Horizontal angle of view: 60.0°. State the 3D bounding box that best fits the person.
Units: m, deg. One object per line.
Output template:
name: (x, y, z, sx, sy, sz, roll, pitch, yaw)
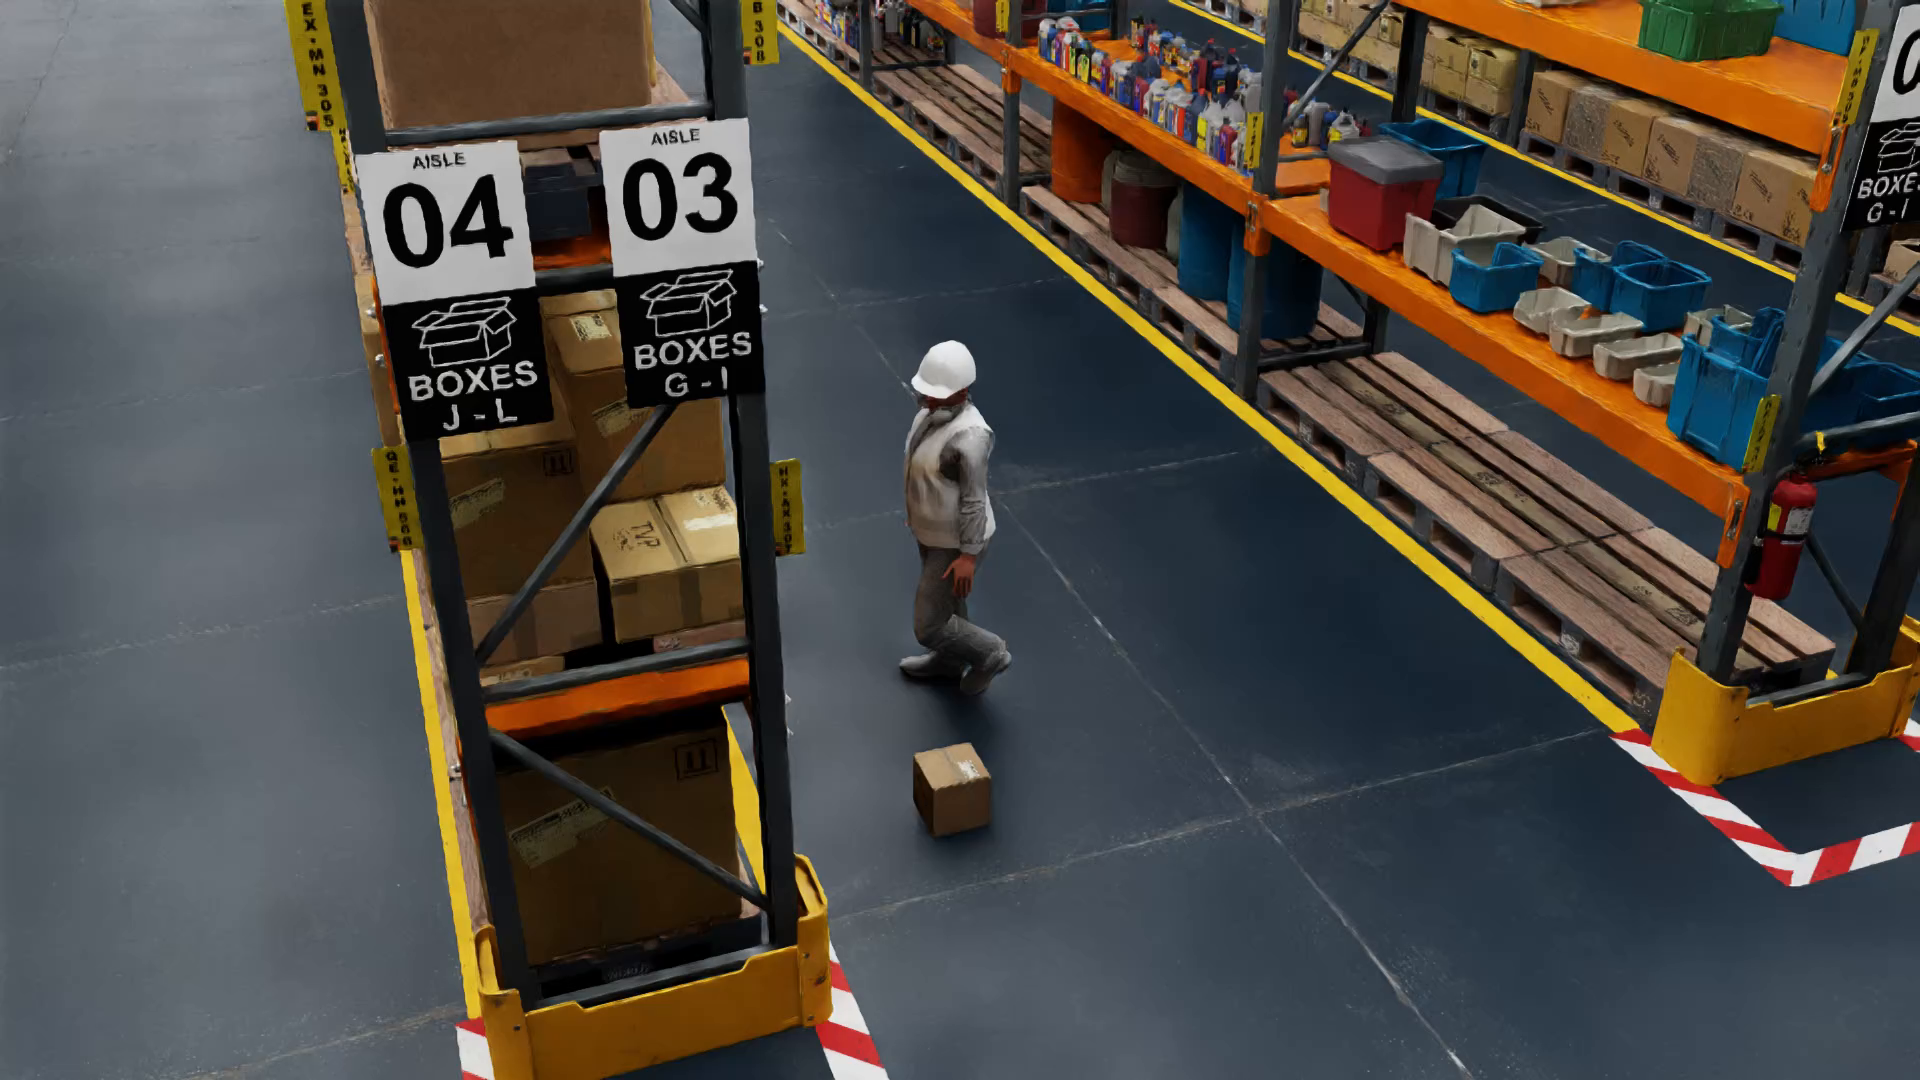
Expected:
person: (-0.019, -0.053, 7.164, 0.477, 1.755, 0.618, -9, 31, -15)
